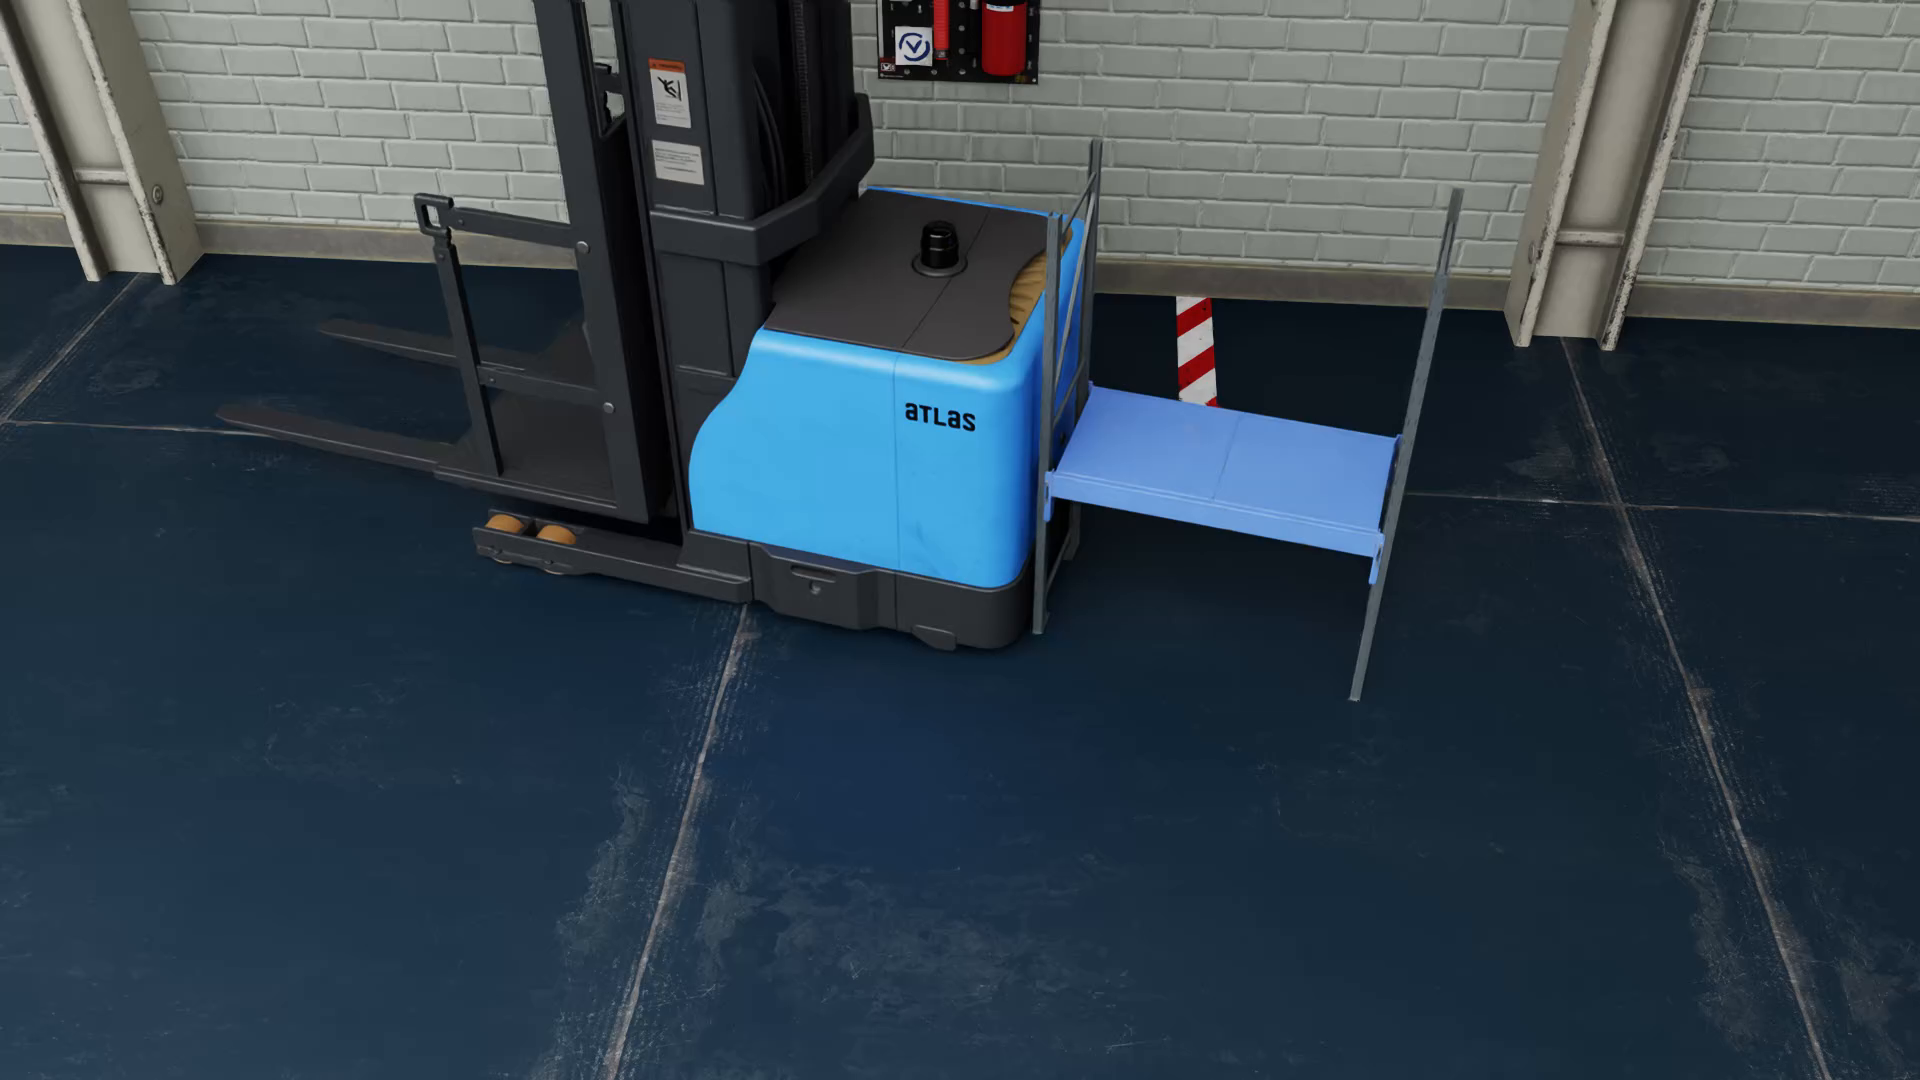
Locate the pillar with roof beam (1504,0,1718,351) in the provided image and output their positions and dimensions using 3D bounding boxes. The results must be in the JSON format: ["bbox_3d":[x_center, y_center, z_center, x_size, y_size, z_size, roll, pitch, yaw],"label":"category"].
[{"bbox_3d":[2.080,-1.652,0.651,0.400,9.000,9.100,3,39,4],"label":"pillar with roof beam"}]

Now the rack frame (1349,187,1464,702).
[{"bbox_3d":[1.293,-0.234,4.849,0.032,1.500,0.500,11,40,13],"label":"rack frame"}]

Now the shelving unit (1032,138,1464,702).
[{"bbox_3d":[0.808,-0.330,4.968,1.048,1.500,0.538,11,40,13],"label":"shelving unit"}]

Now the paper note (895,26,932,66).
[{"bbox_3d":[-0.178,-1.903,6.409,0.142,0.148,0.016,3,39,4],"label":"paper note"}]

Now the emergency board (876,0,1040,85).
[{"bbox_3d":[-0.008,-2.191,6.066,0.643,1.169,0.194,3,39,4],"label":"emergency board"}]

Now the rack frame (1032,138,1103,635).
[{"bbox_3d":[0.323,-0.427,5.086,0.032,1.500,0.500,11,40,13],"label":"rack frame"}]

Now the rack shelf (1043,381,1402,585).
[{"bbox_3d":[0.808,-0.191,5.081,1.000,0.185,0.538,11,40,13],"label":"rack shelf"}]

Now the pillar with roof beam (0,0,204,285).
[{"bbox_3d":[-3.898,-1.979,1.052,0.400,9.000,9.100,3,39,4],"label":"pillar with roof beam"}]

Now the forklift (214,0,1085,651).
[{"bbox_3d":[-1.126,-1.325,5.056,3.031,2.935,1.130,11,40,13],"label":"forklift"}]
